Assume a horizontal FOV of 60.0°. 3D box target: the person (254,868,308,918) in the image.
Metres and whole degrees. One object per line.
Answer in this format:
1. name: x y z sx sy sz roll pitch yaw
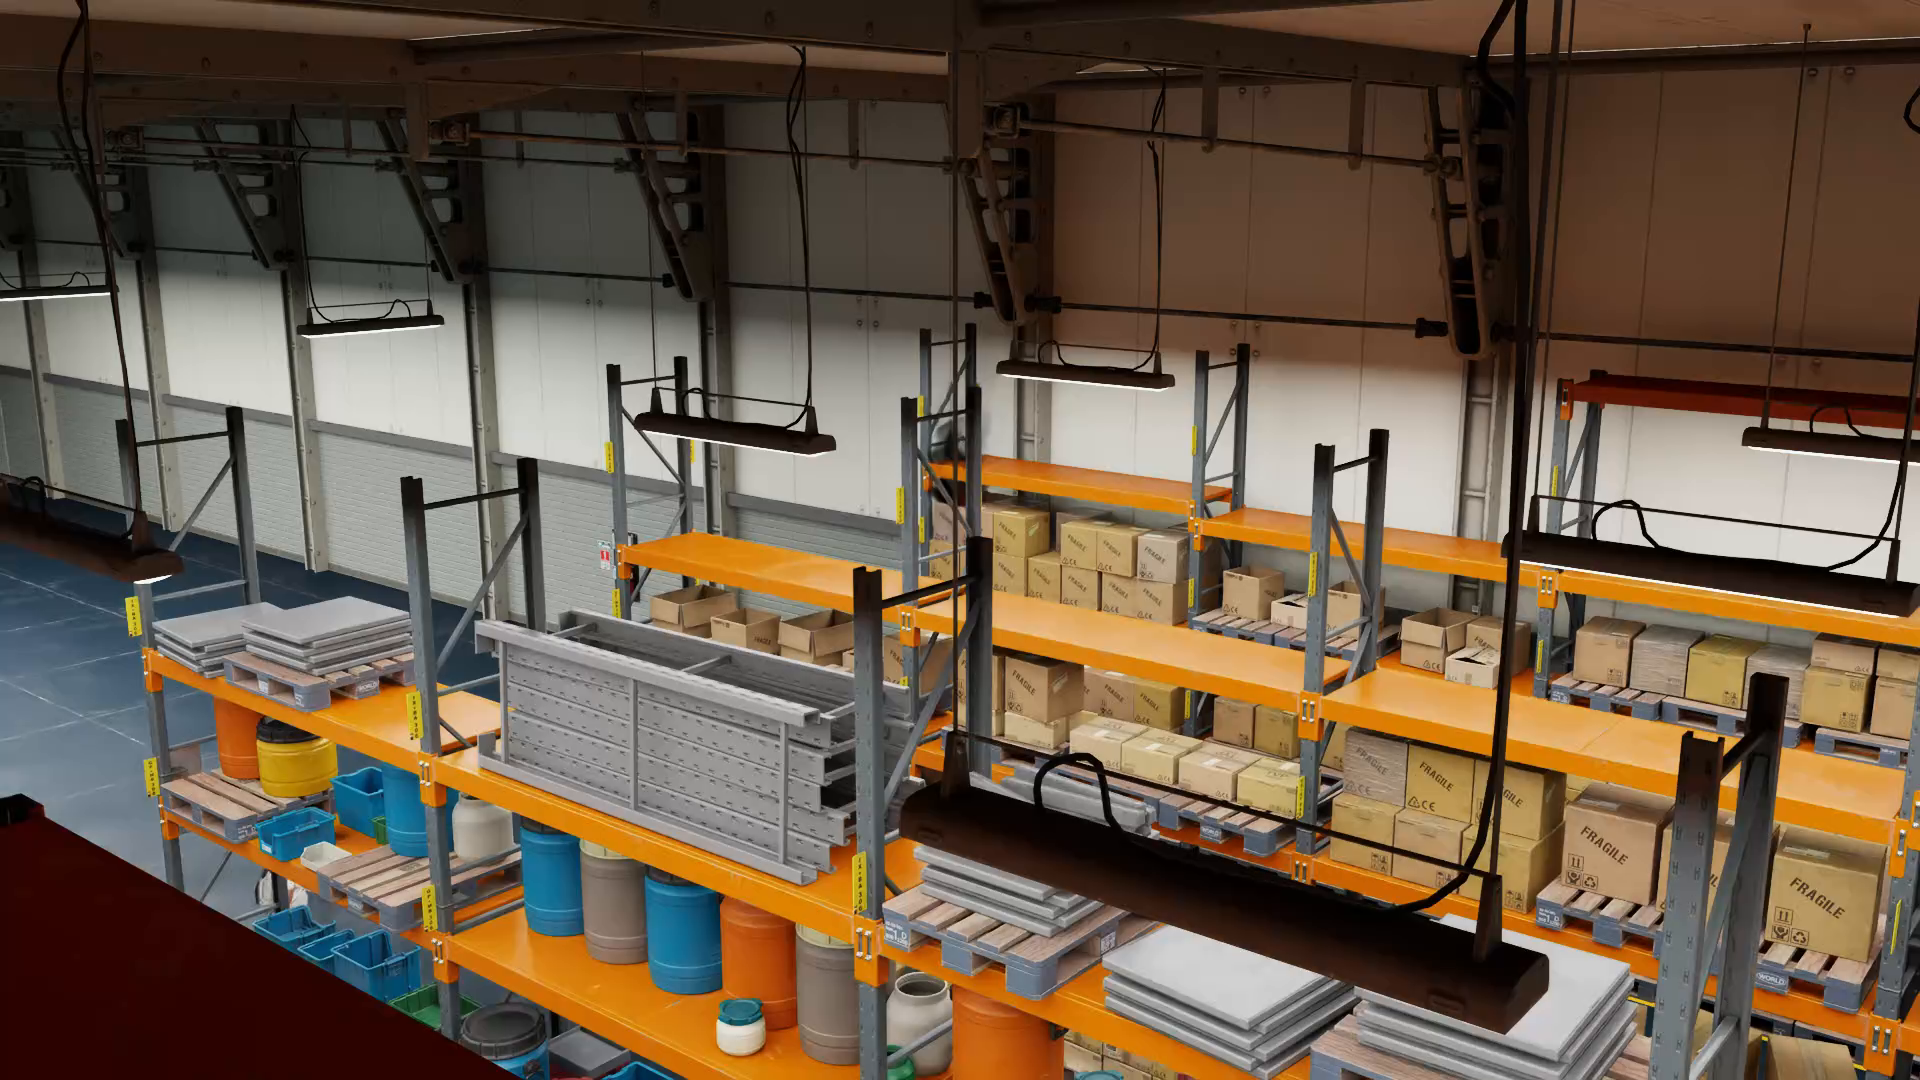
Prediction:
1. person: -6.673 3.598 16.224 0.977 1.728 0.713 1 13 6
